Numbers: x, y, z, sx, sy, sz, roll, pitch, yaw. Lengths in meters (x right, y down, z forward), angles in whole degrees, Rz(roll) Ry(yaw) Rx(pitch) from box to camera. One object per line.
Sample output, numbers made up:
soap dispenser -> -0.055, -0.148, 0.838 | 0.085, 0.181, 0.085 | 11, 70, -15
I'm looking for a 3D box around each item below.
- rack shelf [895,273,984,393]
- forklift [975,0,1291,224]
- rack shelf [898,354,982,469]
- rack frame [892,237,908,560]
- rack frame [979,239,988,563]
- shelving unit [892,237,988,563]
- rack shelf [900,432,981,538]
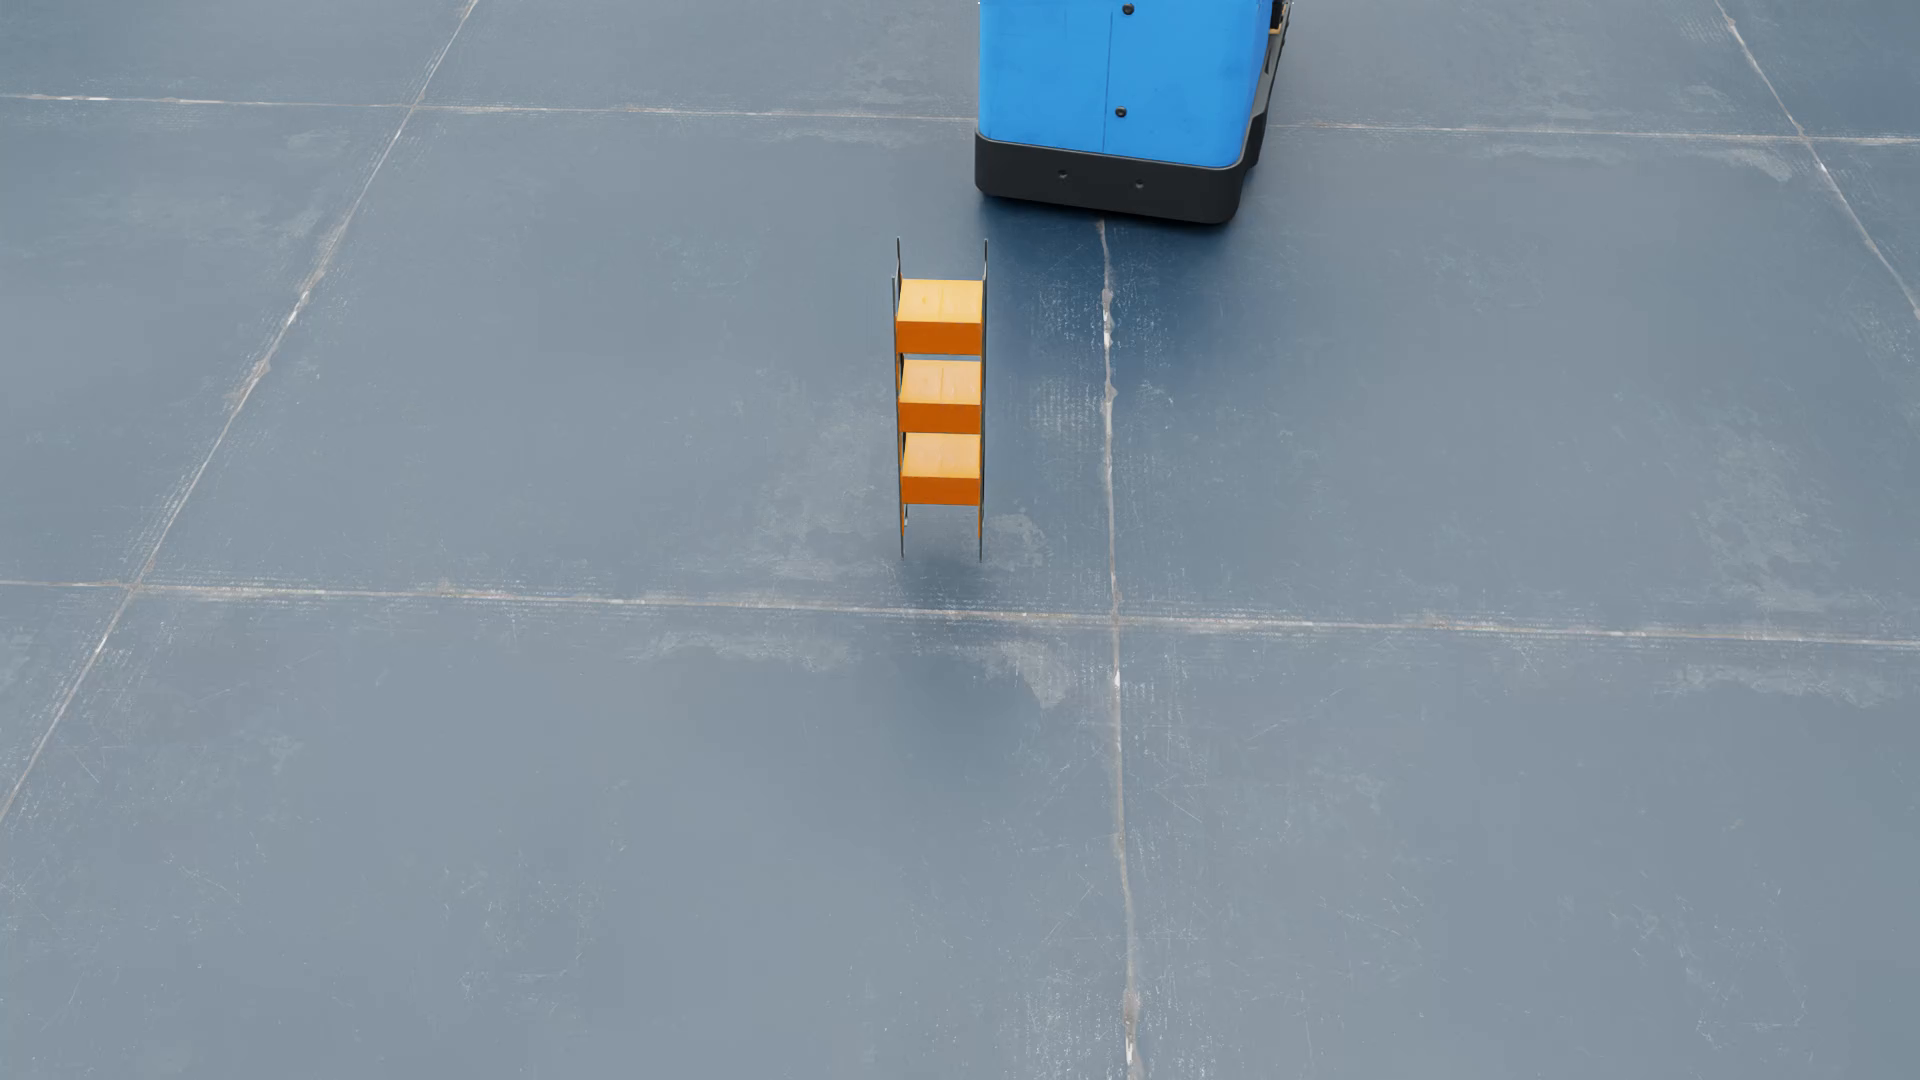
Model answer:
rack shelf -> -0.053, -0.586, 4.708 | 0.240, 0.259, 0.215 | 2, 43, 2
forklift -> 0.914, -3.320, 6.664 | 1.130, 2.935, 3.031 | 10, 44, 10
rack shelf -> -0.053, -0.378, 4.901 | 0.240, 0.259, 0.215 | 2, 43, 2
rack frame -> -0.175, -0.390, 4.898 | 0.008, 1.050, 0.200 | 2, 43, 2
rack frame -> 0.068, -0.382, 4.890 | 0.008, 1.050, 0.200 | 2, 43, 2
shelving unit -> -0.053, -0.386, 4.894 | 0.252, 1.050, 0.215 | 2, 43, 2
rack shelf -> -0.053, -0.175, 5.091 | 0.240, 0.259, 0.215 | 2, 43, 2
